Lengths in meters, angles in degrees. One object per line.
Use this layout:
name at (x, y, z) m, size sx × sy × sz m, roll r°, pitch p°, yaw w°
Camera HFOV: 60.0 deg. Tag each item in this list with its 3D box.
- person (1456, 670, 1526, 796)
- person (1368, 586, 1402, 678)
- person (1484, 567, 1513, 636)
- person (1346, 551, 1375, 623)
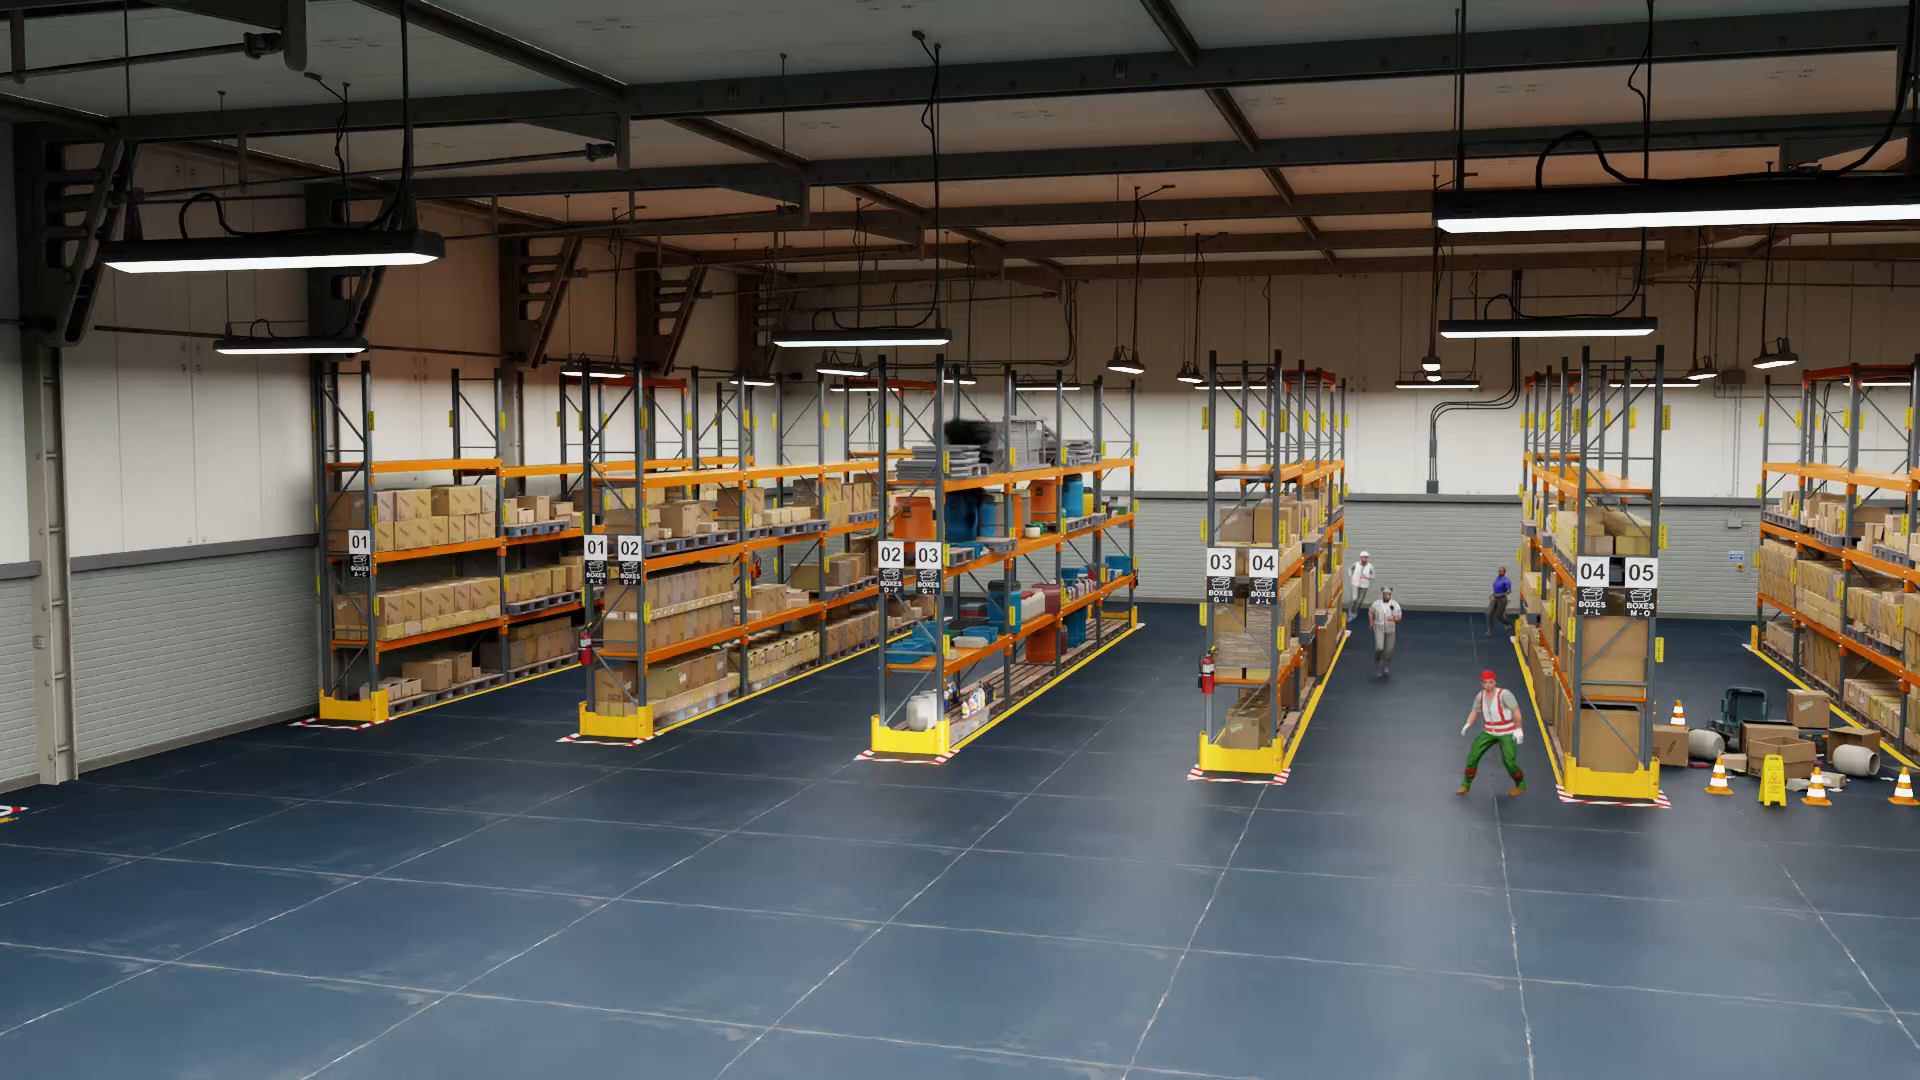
person at (7.106, 2.580, 22.196) m, size 0.672 × 1.701 × 0.800 m, roll -4°, pitch 6°, yaw -43°
person at (8.314, 1.805, 32.519) m, size 0.622 × 1.819 × 0.731 m, roll 1°, pitch 4°, yaw 10°
person at (12.651, 1.443, 38.839) m, size 0.784 × 1.668 × 0.615 m, roll -2°, pitch 5°, yaw -26°
person at (10.018, 1.168, 41.587) m, size 0.701 × 1.805 × 0.690 m, roll 1°, pitch 4°, yaw 11°
